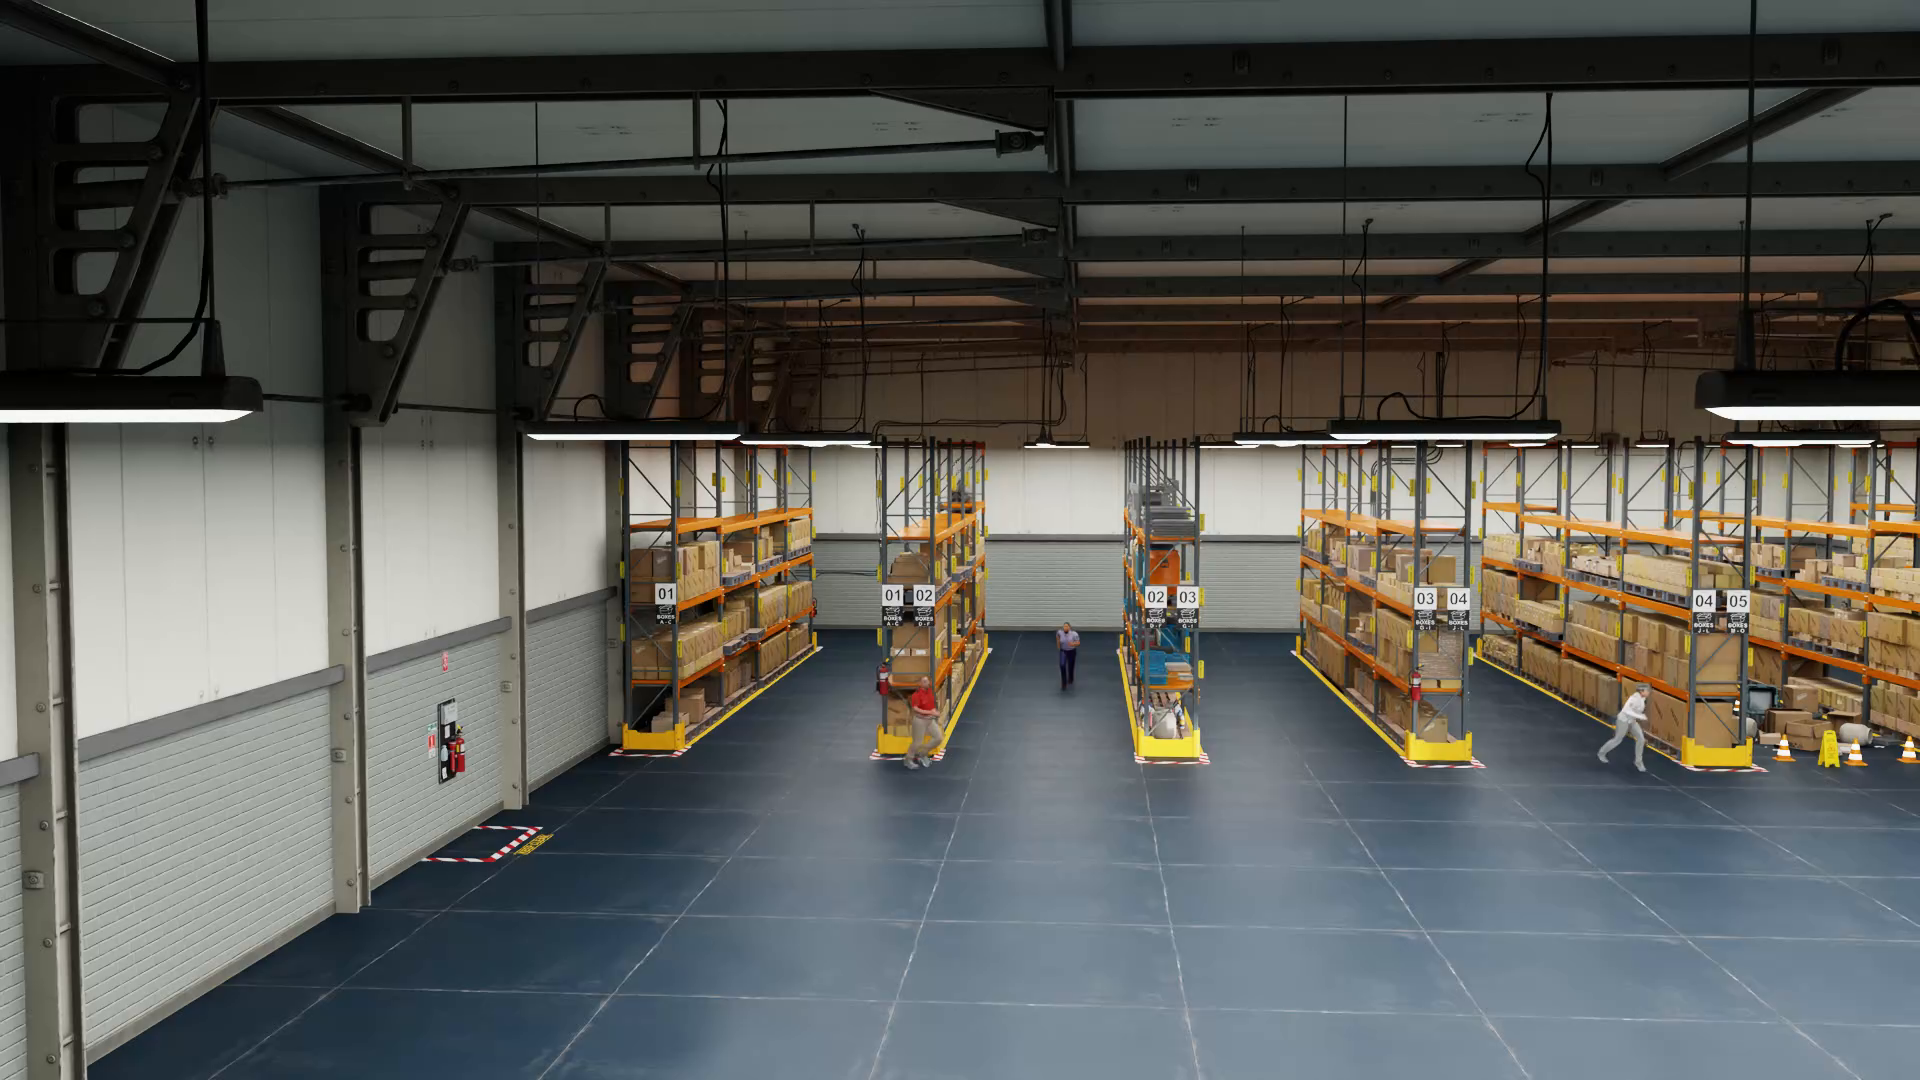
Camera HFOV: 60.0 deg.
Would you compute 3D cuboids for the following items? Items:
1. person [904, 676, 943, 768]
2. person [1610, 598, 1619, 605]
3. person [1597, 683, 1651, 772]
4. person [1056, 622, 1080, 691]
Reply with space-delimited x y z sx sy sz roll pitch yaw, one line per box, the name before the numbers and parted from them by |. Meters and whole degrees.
person | -0.622 3.264 29.840 0.830 1.681 0.683 3 4 42
person | 19.283 2.232 48.824 0.762 1.835 0.625 -1 3 -18
person | 11.997 3.350 30.039 0.658 1.625 0.965 -3 4 -44
person | 2.617 2.782 40.135 0.599 1.663 0.958 0 3 7
